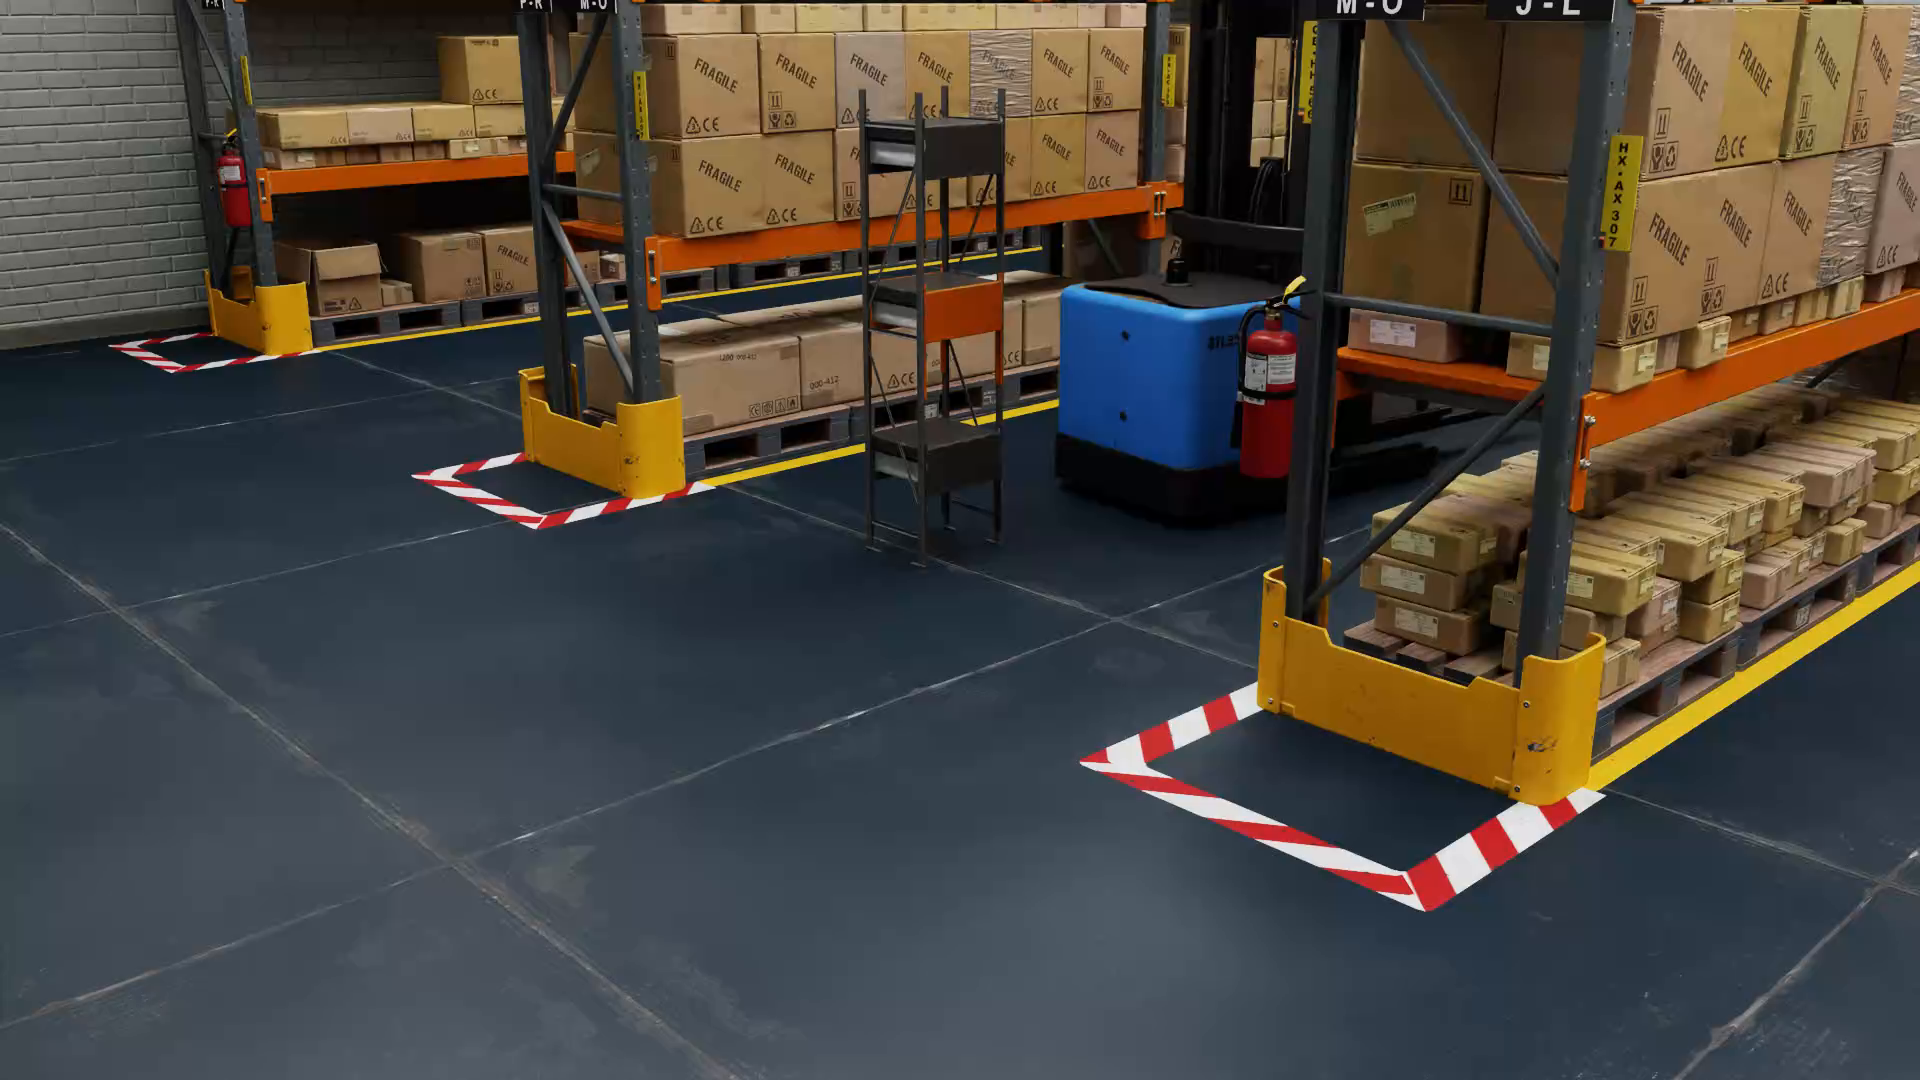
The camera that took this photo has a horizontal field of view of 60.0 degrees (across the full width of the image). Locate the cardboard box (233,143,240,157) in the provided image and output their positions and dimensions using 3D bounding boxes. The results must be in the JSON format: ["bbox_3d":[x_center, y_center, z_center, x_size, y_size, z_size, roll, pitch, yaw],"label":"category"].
[{"bbox_3d":[-5.296,-2.924,12.546,0.250,0.149,0.380,-17,24,-41],"label":"cardboard box"}]

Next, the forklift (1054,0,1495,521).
[{"bbox_3d":[1.988,-1.829,8.872,3.031,2.935,1.130,-13,22,-34],"label":"forklift"}]

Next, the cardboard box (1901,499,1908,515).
[{"bbox_3d":[4.145,-0.209,7.707,0.250,0.149,0.380,-15,23,-39],"label":"cardboard box"}]

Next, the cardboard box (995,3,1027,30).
[{"bbox_3d":[0.180,-3.143,9.980,0.250,0.149,0.380,-16,24,-41],"label":"cardboard box"}]

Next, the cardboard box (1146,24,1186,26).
[{"bbox_3d":[1.491,-3.434,11.930,0.500,0.500,0.500,-16,24,-40],"label":"cardboard box"}]

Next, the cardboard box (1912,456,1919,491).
[{"bbox_3d":[4.243,-0.348,7.653,0.380,0.149,0.250,16,24,41],"label":"cardboard box"}]

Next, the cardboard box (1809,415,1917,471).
[{"bbox_3d":[4.028,-0.436,7.444,0.250,0.149,0.380,-17,24,-41],"label":"cardboard box"}]

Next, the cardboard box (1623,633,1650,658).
[{"bbox_3d":[2.270,0.330,6.045,0.250,0.149,0.380,-16,24,-41],"label":"cardboard box"}]

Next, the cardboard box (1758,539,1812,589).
[{"bbox_3d":[3.251,0.073,6.837,0.250,0.149,0.380,-16,24,-41],"label":"cardboard box"}]

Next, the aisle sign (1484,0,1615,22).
[{"bbox_3d":[1.688,-1.867,4.665,0.004,0.787,0.394,-16,24,-41],"label":"aisle sign"}]

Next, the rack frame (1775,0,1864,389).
[{"bbox_3d":[4.442,-1.561,7.935,0.127,3.000,1.000,-16,24,-41],"label":"rack frame"}]

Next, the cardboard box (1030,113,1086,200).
[{"bbox_3d":[0.436,-2.431,10.455,0.500,0.500,0.500,-17,25,-42],"label":"cardboard box"}]

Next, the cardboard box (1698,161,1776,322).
[{"bbox_3d":[2.423,-1.055,5.730,0.500,0.500,0.500,-16,24,-41],"label":"cardboard box"}]

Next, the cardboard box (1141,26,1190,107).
[{"bbox_3d":[1.485,-3.201,11.210,0.500,0.500,0.500,-16,24,-40],"label":"cardboard box"}]

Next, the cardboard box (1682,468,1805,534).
[{"bbox_3d":[3.092,-0.158,6.586,0.250,0.149,0.380,-16,24,-40],"label":"cardboard box"}]

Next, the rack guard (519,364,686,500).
[{"bbox_3d":[-1.956,-0.607,9.046,0.348,0.500,1.175,-16,24,-41],"label":"rack guard"}]

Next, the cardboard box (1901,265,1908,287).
[{"bbox_3d":[3.813,-1.167,7.128,0.380,0.149,0.250,17,25,42],"label":"cardboard box"}]

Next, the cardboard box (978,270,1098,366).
[{"bbox_3d":[0.438,-1.521,11.285,0.875,0.438,0.875,-17,24,-42],"label":"cardboard box"}]

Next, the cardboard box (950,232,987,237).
[{"bbox_3d":[-0.069,-3.377,16.909,0.500,0.500,0.500,-17,24,-42],"label":"cardboard box"}]

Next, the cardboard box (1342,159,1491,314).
[{"bbox_3d":[1.685,-1.055,5.731,0.500,0.500,0.500,-16,24,-40],"label":"cardboard box"}]

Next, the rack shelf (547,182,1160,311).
[{"bbox_3d":[-0.486,-1.883,10.095,4.000,0.370,1.077,-16,24,-41],"label":"rack shelf"}]

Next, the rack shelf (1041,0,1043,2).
[{"bbox_3d":[1.914,-6.116,18.289,4.000,0.370,1.077,-16,24,-41],"label":"rack shelf"}]

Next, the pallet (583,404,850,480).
[{"bbox_3d":[-1.412,-0.662,9.683,1.213,0.211,1.003,-16,24,-41],"label":"pallet"}]

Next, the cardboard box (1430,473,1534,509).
[{"bbox_3d":[2.069,-0.133,6.507,0.250,0.149,0.380,-17,25,-42],"label":"cardboard box"}]

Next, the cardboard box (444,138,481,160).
[{"bbox_3d":[-3.954,-3.063,12.976,0.380,0.149,0.250,17,25,42],"label":"cardboard box"}]

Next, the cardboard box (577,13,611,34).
[{"bbox_3d":[-1.816,-2.754,8.780,0.250,0.149,0.380,-16,24,-40],"label":"cardboard box"}]

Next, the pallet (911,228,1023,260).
[{"bbox_3d":[-0.108,-3.132,17.302,1.213,0.211,1.003,-16,24,-41],"label":"pallet"}]

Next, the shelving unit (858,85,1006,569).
[{"bbox_3d":[-0.120,-0.964,7.553,0.503,2.100,0.431,-16,24,-41],"label":"shelving unit"}]

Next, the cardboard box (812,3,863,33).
[{"bbox_3d":[-0.748,-2.874,9.151,0.250,0.149,0.380,-16,24,-40],"label":"cardboard box"}]

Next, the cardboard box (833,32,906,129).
[{"bbox_3d":[-0.655,-2.584,9.308,0.500,0.500,0.500,-16,24,-41],"label":"cardboard box"}]

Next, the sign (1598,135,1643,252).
[{"bbox_3d":[1.908,-1.004,4.813,0.005,0.325,0.100,-16,24,-41],"label":"sign"}]

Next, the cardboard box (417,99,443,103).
[{"bbox_3d":[-4.081,-3.463,13.564,0.500,0.250,0.500,-16,24,-41],"label":"cardboard box"}]

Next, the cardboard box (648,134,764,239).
[{"bbox_3d":[-1.393,-1.886,8.776,0.500,0.500,0.500,-17,24,-41],"label":"cardboard box"}]

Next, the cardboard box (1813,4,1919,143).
[{"bbox_3d":[3.532,-1.849,6.559,0.500,0.500,0.500,-15,24,-39],"label":"cardboard box"}]

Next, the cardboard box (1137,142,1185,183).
[{"bbox_3d":[1.469,-2.612,11.419,0.500,0.250,0.500,-17,25,-42],"label":"cardboard box"}]

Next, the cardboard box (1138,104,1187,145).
[{"bbox_3d":[1.481,-2.845,11.329,0.500,0.250,0.500,17,25,42],"label":"cardboard box"}]

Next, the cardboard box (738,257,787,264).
[{"bbox_3d":[-1.939,-2.823,15.201,0.500,0.500,0.500,-15,23,-38],"label":"cardboard box"}]

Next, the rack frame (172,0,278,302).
[{"bbox_3d":[-5.352,-2.913,12.105,0.127,3.000,1.000,-16,24,-41],"label":"rack frame"}]

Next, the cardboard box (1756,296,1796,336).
[{"bbox_3d":[2.892,-0.881,6.245,0.250,0.149,0.380,-17,24,-42],"label":"cardboard box"}]

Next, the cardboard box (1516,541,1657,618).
[{"bbox_3d":[2.150,0.125,5.712,0.380,0.149,0.250,17,24,41],"label":"cardboard box"}]

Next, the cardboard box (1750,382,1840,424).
[{"bbox_3d":[4.049,-0.661,8.137,0.250,0.149,0.380,-15,23,-39],"label":"cardboard box"}]

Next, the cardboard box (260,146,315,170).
[{"bbox_3d":[-4.925,-2.801,12.169,0.250,0.149,0.380,-16,24,-41],"label":"cardboard box"}]

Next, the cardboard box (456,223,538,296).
[{"bbox_3d":[-3.742,-2.294,13.568,0.500,0.500,0.500,-16,24,-40],"label":"cardboard box"}]

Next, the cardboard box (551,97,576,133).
[{"bbox_3d":[-3.373,-3.456,13.541,0.500,0.250,0.500,-16,24,-41],"label":"cardboard box"}]

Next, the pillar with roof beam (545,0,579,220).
[{"bbox_3d":[-0.613,-5.704,10.986,0.400,9.000,9.100,-16,24,-41],"label":"pillar with roof beam"}]

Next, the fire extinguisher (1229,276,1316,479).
[{"bbox_3d":[1.035,-0.549,5.545,0.183,0.674,0.296,-16,24,-41],"label":"fire extinguisher"}]

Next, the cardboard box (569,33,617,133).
[{"bbox_3d":[-1.752,-2.480,8.987,0.500,0.500,0.500,-15,23,-39],"label":"cardboard box"}]

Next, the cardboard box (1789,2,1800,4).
[{"bbox_3d":[8.335,-5.388,17.473,0.500,0.500,0.700,-16,24,-41],"label":"cardboard box"}]

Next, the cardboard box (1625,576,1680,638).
[{"bbox_3d":[2.330,0.203,5.955,0.250,0.149,0.380,-16,24,-41],"label":"cardboard box"}]

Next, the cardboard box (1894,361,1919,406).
[{"bbox_3d":[5.161,-0.669,8.556,0.500,0.500,0.500,-15,23,-39],"label":"cardboard box"}]

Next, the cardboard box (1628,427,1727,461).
[{"bbox_3d":[3.102,-0.379,7.267,0.380,0.149,0.250,17,24,42],"label":"cardboard box"}]

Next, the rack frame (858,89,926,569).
[{"bbox_3d":[-0.298,-0.912,7.393,0.015,2.100,0.400,-16,24,-41],"label":"rack frame"}]

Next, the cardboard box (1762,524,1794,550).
[{"bbox_3d":[3.208,-0.098,6.884,0.250,0.149,0.380,-15,23,-38],"label":"cardboard box"}]
